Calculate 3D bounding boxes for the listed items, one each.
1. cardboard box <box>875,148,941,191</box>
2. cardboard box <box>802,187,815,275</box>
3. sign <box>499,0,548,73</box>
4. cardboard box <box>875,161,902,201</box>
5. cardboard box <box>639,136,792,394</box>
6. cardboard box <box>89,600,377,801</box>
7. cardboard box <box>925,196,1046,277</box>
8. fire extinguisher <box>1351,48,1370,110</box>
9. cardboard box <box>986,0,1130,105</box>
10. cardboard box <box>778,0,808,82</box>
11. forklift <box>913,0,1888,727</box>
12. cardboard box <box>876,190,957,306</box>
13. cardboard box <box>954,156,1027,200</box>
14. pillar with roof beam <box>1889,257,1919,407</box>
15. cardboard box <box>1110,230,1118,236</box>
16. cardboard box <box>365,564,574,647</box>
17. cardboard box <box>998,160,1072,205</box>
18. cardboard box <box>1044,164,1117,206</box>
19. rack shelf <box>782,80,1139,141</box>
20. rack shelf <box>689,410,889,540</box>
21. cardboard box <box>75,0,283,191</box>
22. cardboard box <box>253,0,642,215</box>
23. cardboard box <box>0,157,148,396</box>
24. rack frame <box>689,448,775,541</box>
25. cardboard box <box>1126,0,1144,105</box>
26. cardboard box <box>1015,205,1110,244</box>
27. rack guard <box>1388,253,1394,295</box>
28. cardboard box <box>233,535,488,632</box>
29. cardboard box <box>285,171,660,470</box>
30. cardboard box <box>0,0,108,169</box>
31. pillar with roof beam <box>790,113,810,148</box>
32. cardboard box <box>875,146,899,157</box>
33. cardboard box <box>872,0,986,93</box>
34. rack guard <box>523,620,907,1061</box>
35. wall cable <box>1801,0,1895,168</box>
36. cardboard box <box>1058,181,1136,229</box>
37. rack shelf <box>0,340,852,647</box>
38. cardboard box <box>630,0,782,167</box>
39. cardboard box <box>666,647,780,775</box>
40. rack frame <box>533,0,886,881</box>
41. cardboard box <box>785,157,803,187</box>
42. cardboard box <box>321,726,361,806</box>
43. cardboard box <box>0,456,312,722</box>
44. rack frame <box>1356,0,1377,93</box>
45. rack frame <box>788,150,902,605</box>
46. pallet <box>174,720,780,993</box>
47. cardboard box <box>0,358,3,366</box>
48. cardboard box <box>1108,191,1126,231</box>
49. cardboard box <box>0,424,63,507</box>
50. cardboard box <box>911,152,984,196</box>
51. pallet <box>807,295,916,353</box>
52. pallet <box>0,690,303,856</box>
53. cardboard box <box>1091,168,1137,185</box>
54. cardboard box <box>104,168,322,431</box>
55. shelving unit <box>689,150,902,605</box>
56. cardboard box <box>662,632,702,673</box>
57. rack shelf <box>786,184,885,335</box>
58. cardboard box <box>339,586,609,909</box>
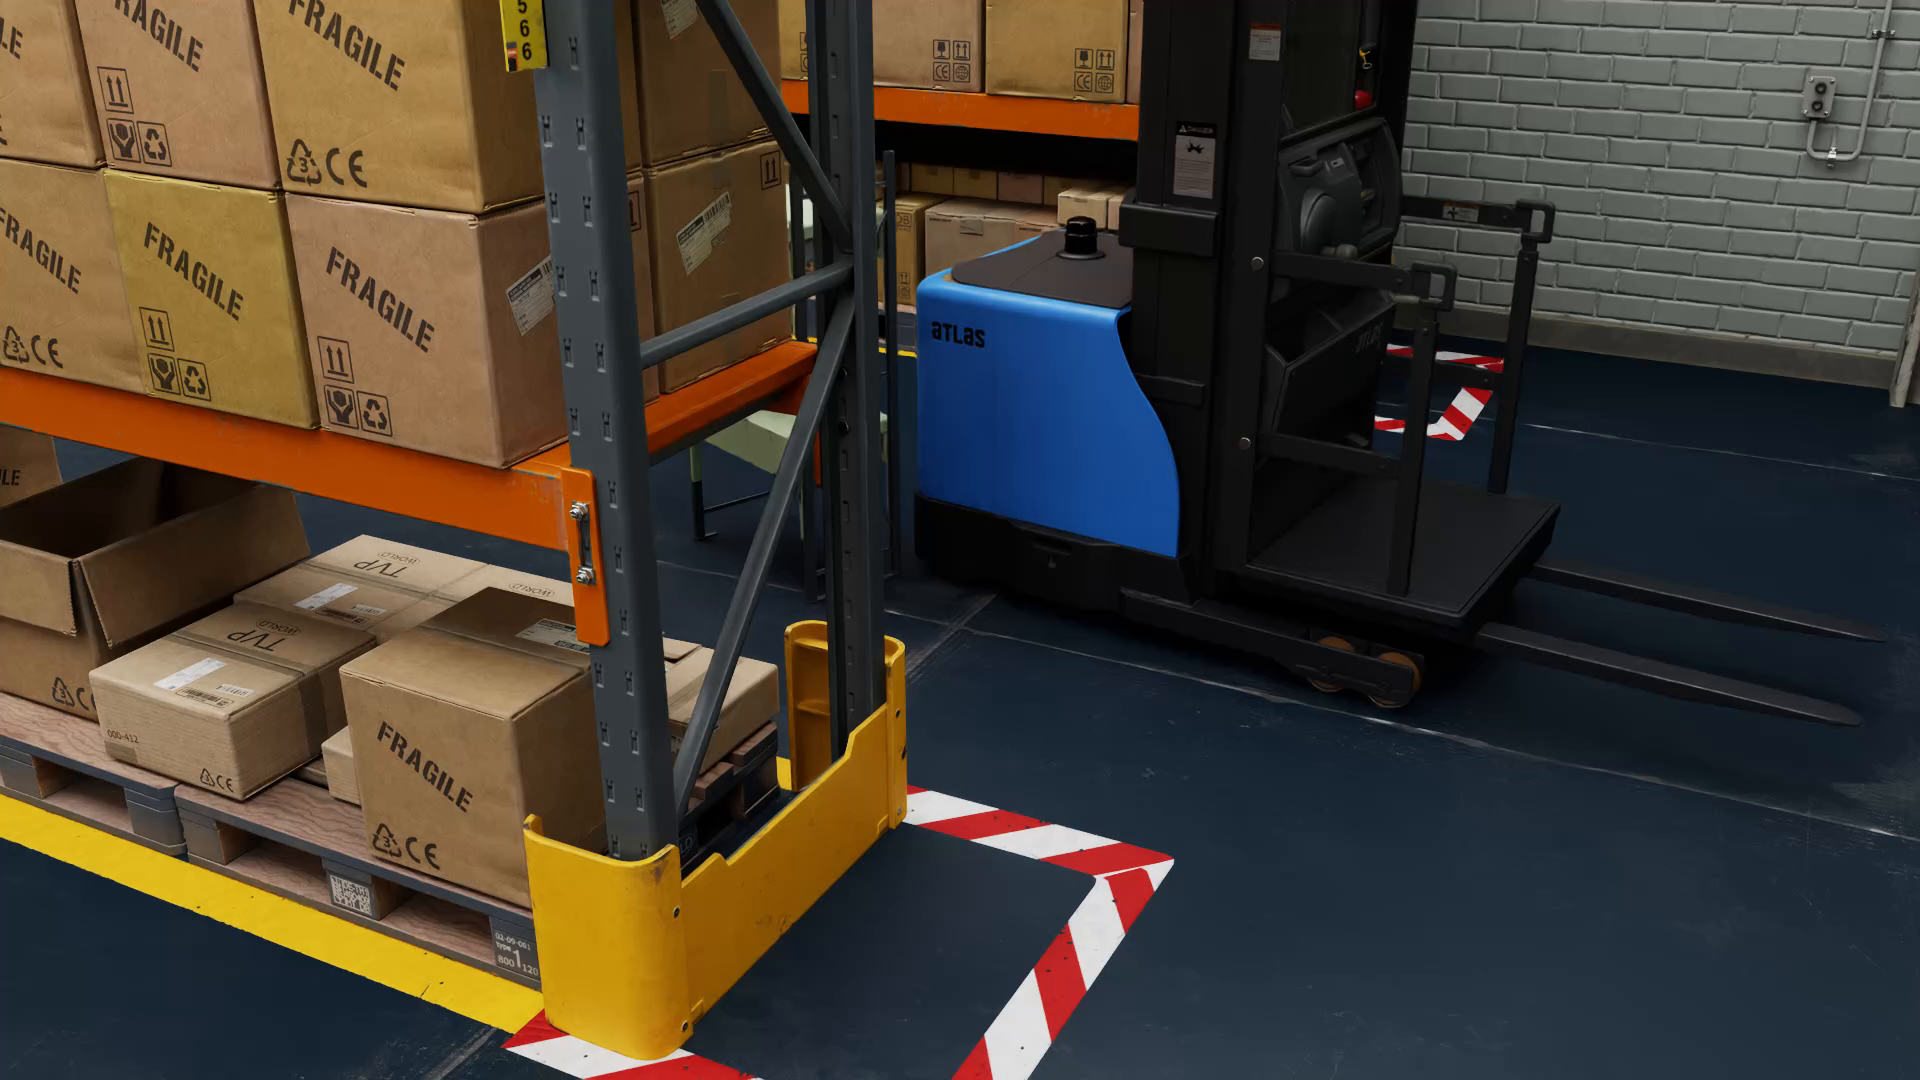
[{"bbox_3d":[-0.295,-1.987,8.919,0.250,0.149,0.380,11,26,25],"label":"cardboard box"},{"bbox_3d":[-0.740,-1.688,9.043,0.500,0.500,0.700,11,25,24],"label":"cardboard box"},{"bbox_3d":[-0.738,-0.953,2.775,0.005,0.325,0.100,11,25,25],"label":"sign"},{"bbox_3d":[-0.497,-1.860,8.618,0.250,0.149,0.380,10,25,23],"label":"cardboard box"},{"bbox_3d":[-0.747,-0.682,3.892,0.500,0.500,0.500,12,26,26],"label":"cardboard box"},{"bbox_3d":[-1.900,0.409,4.406,0.500,0.250,0.500,11,25,25],"label":"cardboard box"},{"bbox_3d":[0.196,-1.505,8.612,0.500,0.500,0.700,10,25,23],"label":"cardboard box"},{"bbox_3d":[1.688,-1.801,7.227,0.183,0.674,0.296,11,25,25],"label":"fire extinguisher"},{"bbox_3d":[0.648,-2.545,8.019,0.700,0.700,0.980,11,25,24],"label":"cardboard box"},{"bbox_3d":[-0.682,-2.808,8.637,0.700,0.700,0.980,11,25,23],"label":"cardboard box"},{"bbox_3d":[1.349,-1.074,5.031,3.031,2.935,1.130,14,27,30],"label":"forklift"},{"bbox_3d":[-0.283,-1.596,8.828,0.500,0.500,0.700,12,26,26],"label":"cardboard box"},{"bbox_3d":[0.162,-1.897,8.707,0.250,0.149,0.380,11,26,25],"label":"cardboard box"},{"bbox_3d":[2.619,-3.279,2.461,0.400,9.000,9.100,11,25,25],"label":"pillar with roof beam"},{"bbox_3d":[1.092,-1.328,8.196,0.500,0.500,0.700,11,25,25],"label":"cardboard box"},{"bbox_3d":[-1.273,0.314,4.629,0.500,0.250,0.500,11,25,25],"label":"cardboard box"},{"bbox_3d":[0.391,-1.852,8.601,0.250,0.149,0.380,12,26,25],"label":"cardboard box"},{"bbox_3d":[0.618,-1.807,8.496,0.250,0.149,0.380,11,26,25],"label":"cardboard box"},{"bbox_3d":[-0.023,-2.218,8.552,4.000,0.370,1.077,11,25,25],"label":"rack shelf"},{"bbox_3d":[-0.604,-0.330,5.942,0.431,0.370,0.720,-18,29,-36],"label":"rack shelf"},{"bbox_3d":[-1.442,-1.043,3.464,0.500,0.500,0.500,12,26,26],"label":"cardboard box"},{"bbox_3d":[-0.991,-0.954,3.255,0.500,0.500,0.500,11,25,24],"label":"cardboard box"},{"bbox_3d":[-1.900,-0.676,3.878,0.500,0.500,0.500,11,26,25],"label":"cardboard box"},{"bbox_3d":[-0.838,-0.740,6.073,0.400,1.500,0.023,-18,29,-36],"label":"rack frame"},{"bbox_3d":[1.302,-2.421,7.726,0.700,0.700,0.980,12,26,27],"label":"cardboard box"},{"bbox_3d":[0.646,-1.416,8.404,0.500,0.500,0.700,11,25,24],"label":"cardboard box"},{"bbox_3d":[1.783,-1.041,8.060,0.348,0.500,1.175,11,25,25],"label":"rack guard"},{"bbox_3d":[-1.719,0.226,4.837,0.500,0.250,0.500,11,25,25],"label":"cardboard box"},{"bbox_3d":[-0.992,-0.495,3.454,0.500,0.500,0.500,12,26,26],"label":"cardboard box"},{"bbox_3d":[-1.907,-1.133,3.675,0.500,0.500,0.500,12,26,26],"label":"cardboard box"},{"bbox_3d":[-2.735,-4.338,4.952,0.400,9.000,9.100,11,25,25],"label":"pillar with roof beam"},{"bbox_3d":[-0.520,-2.032,9.024,0.250,0.149,0.380,10,25,23],"label":"cardboard box"},{"bbox_3d":[-0.028,-2.683,8.343,0.700,0.700,0.980,10,25,22],"label":"cardboard box"},{"bbox_3d":[-0.538,0.672,4.032,0.348,0.500,1.175,11,25,25],"label":"rack guard"},{"bbox_3d":[3.332,-2.768,7.627,1.851,1.984,0.084,11,25,25],"label":"wall cable"},{"bbox_3d":[0.667,-1.630,8.079,0.250,0.149,0.380,12,26,26],"label":"cardboard box"},{"bbox_3d":[-2.255,-0.487,4.482,4.000,0.370,1.077,11,25,25],"label":"rack shelf"},{"bbox_3d":[-0.747,-1.142,3.697,0.500,0.500,0.500,12,26,26],"label":"cardboard box"},{"bbox_3d":[-0.688,0.450,4.439,0.250,0.149,0.380,11,25,25],"label":"cardboard box"},{"bbox_3d":[-0.470,-0.465,3.511,0.127,3.000,1.000,11,25,25],"label":"rack frame"},{"bbox_3d":[-0.963,-1.952,8.835,0.250,0.149,0.380,12,26,26],"label":"cardboard box"},{"bbox_3d":[-1.387,0.523,4.245,0.250,0.166,0.380,11,25,25],"label":"cardboard box"},{"bbox_3d":[-2.360,0.105,4.799,0.637,0.503,0.797,11,25,25],"label":"cardboard box"},{"bbox_3d":[1.762,-2.196,7.581,0.127,3.000,1.000,11,25,25],"label":"rack frame"},{"bbox_3d":[-0.371,-0.520,5.555,0.400,1.500,0.023,-18,29,-36],"label":"rack frame"},{"bbox_3d":[-1.249,0.664,4.419,1.213,0.211,1.003,11,25,25],"label":"pallet"},{"bbox_3d":[-2.349,-0.765,4.087,0.500,0.500,0.500,11,25,24],"label":"cardboard box"},{"bbox_3d":[0.895,-1.585,7.973,0.250,0.149,0.380,11,25,24],"label":"cardboard box"},{"bbox_3d":[-3.403,-0.222,5.571,0.500,0.500,0.500,11,25,25],"label":"cardboard box"},{"bbox_3d":[-0.064,-1.942,8.812,0.250,0.149,0.380,11,25,24],"label":"cardboard box"},{"bbox_3d":[-0.072,-1.242,8.902,1.213,0.211,1.003,11,25,25],"label":"pallet"},{"bbox_3d":[-2.334,0.448,4.926,1.213,0.211,1.003,11,25,25],"label":"pallet"},{"bbox_3d":[0.842,-1.763,8.391,0.250,0.149,0.380,11,26,25],"label":"cardboard box"},{"bbox_3d":[-1.457,-0.586,3.667,0.500,0.500,0.500,11,26,25],"label":"cardboard box"},{"bbox_3d":[-0.604,-0.630,5.814,0.431,1.500,0.755,-18,29,-36],"label":"shelving unit"},{"bbox_3d":[-0.911,0.398,4.539,0.250,0.166,0.380,11,25,25],"label":"cardboard box"},{"bbox_3d":[-0.604,-0.989,5.661,0.431,0.370,0.720,-18,29,-36],"label":"rack shelf"},{"bbox_3d":[-1.066,0.473,3.938,0.500,0.500,0.500,11,25,25],"label":"cardboard box"}]
